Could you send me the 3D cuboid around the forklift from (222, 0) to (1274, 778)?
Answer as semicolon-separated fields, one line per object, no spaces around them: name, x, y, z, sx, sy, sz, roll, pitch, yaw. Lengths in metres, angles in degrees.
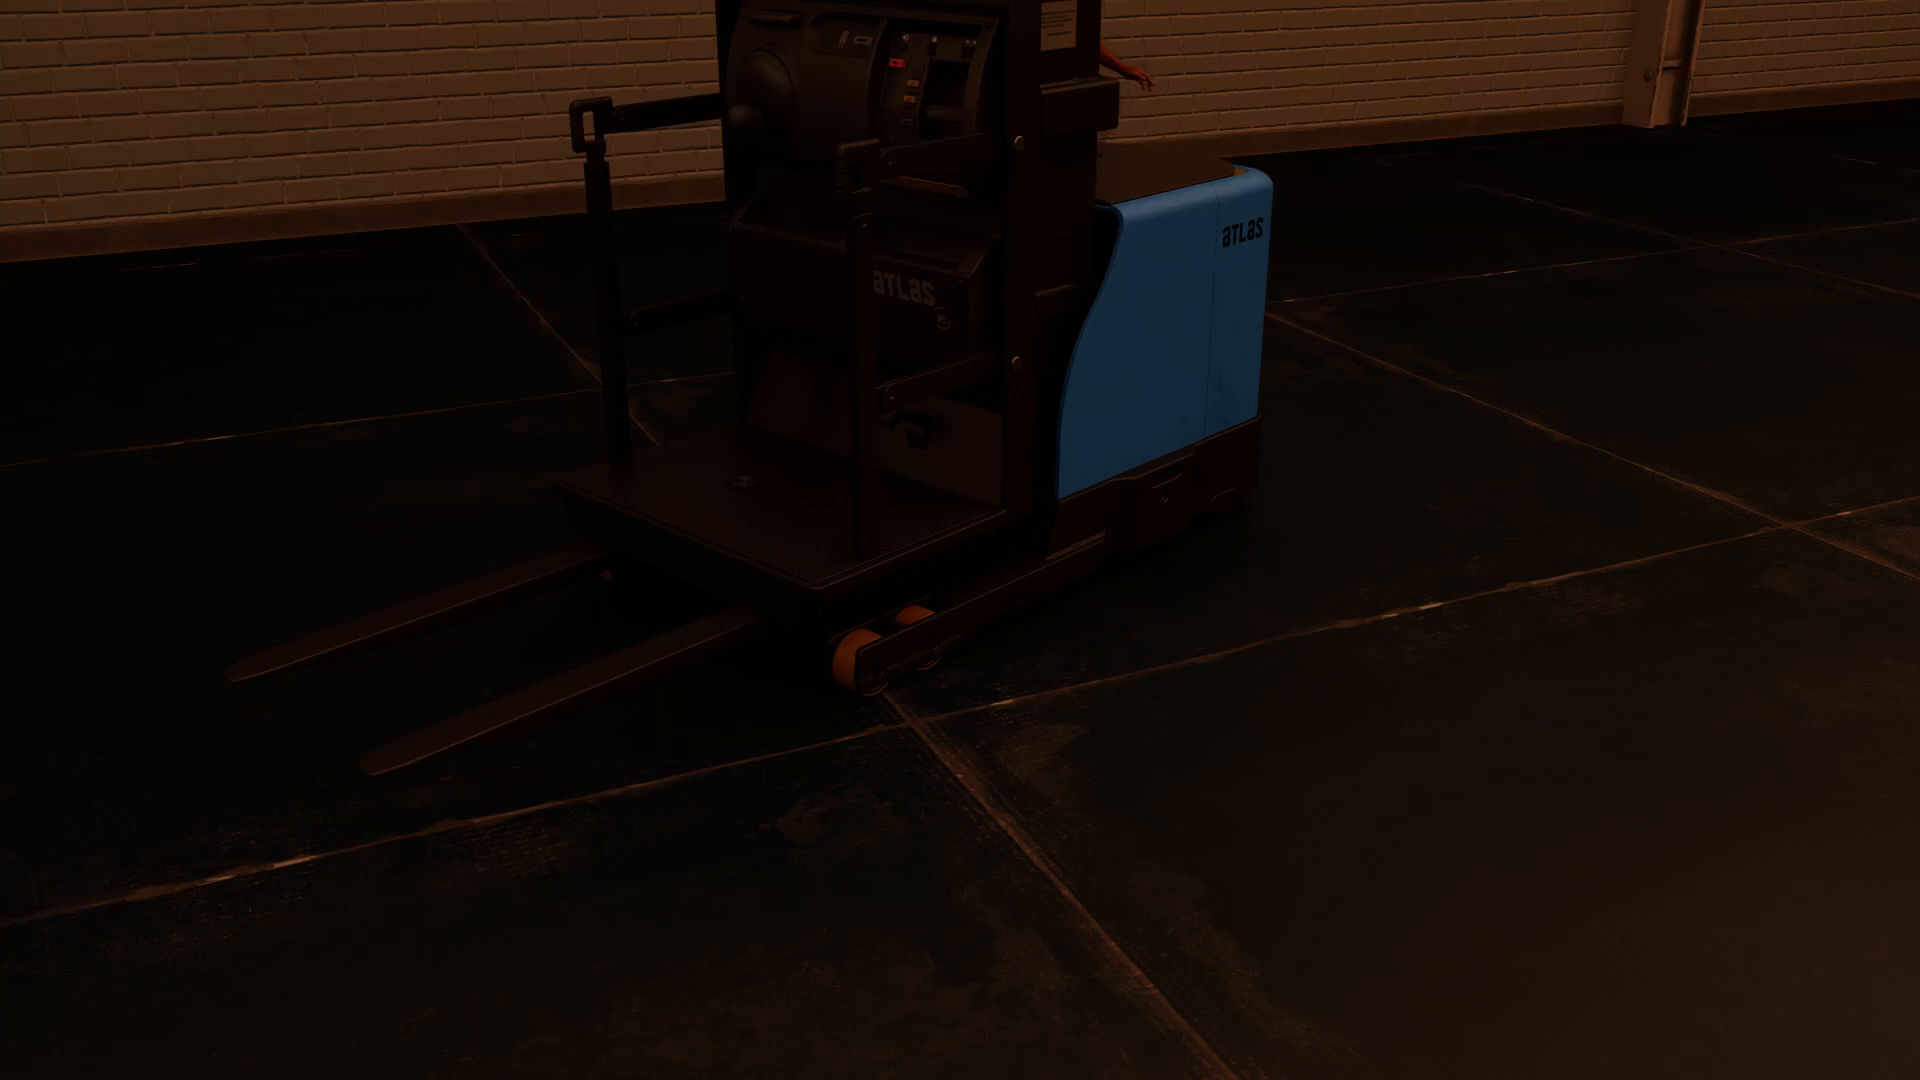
forklift;-0.413;-1.182;4.131;1.130;2.935;3.031;19;29;39

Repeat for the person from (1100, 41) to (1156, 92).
person;0.608;-2.154;8.128;0.707;1.694;0.832;2;23;4
